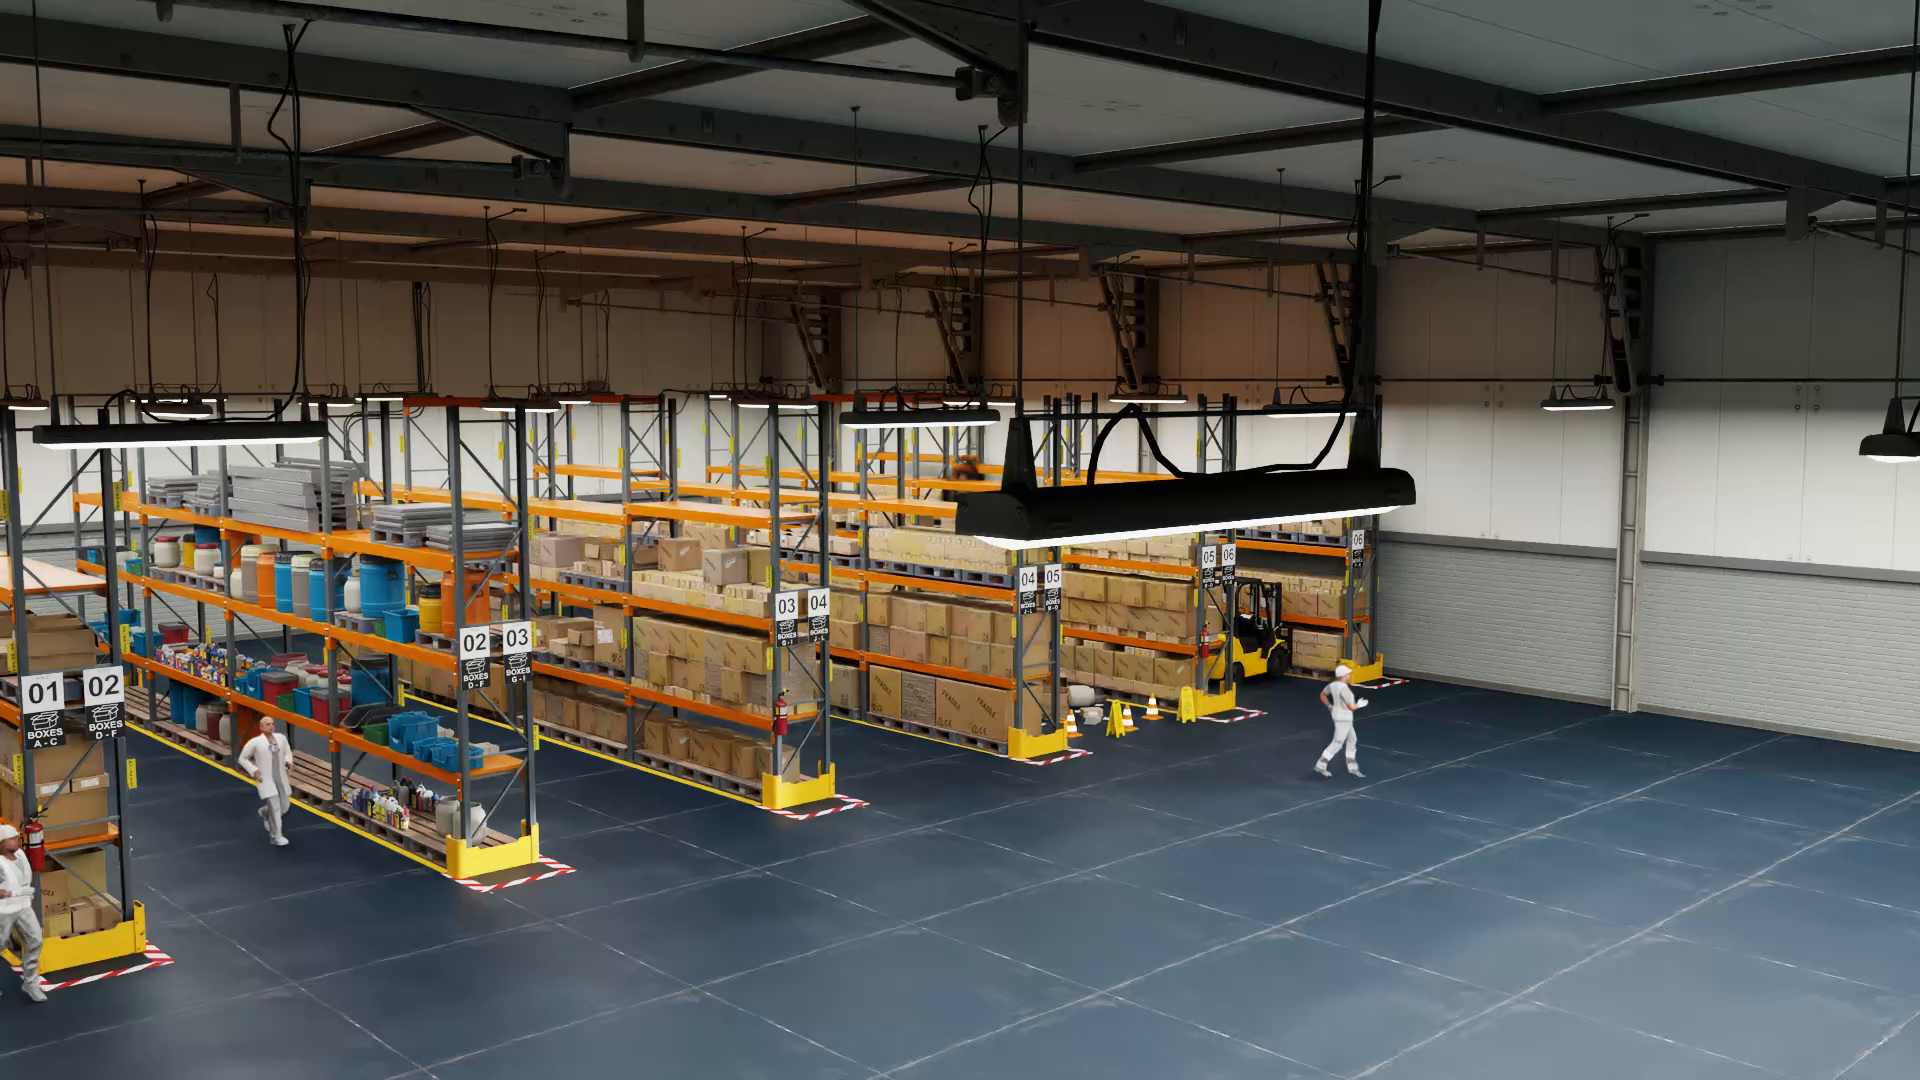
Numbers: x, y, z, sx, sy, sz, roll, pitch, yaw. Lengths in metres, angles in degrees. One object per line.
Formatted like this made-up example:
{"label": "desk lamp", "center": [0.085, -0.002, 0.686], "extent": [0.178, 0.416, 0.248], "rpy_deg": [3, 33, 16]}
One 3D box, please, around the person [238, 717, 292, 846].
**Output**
{"label": "person", "center": [-9.434, 3.272, 22.701], "extent": [0.826, 1.735, 0.715], "rpy_deg": [4, 7, 38]}

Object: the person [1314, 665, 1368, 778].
{"label": "person", "center": [6.022, 2.884, 26.270], "extent": [0.862, 1.835, 0.653], "rpy_deg": [0, 6, -2]}

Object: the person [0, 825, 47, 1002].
{"label": "person", "center": [-9.663, 3.804, 16.920], "extent": [0.749, 1.840, 0.695], "rpy_deg": [1, 6, 12]}
